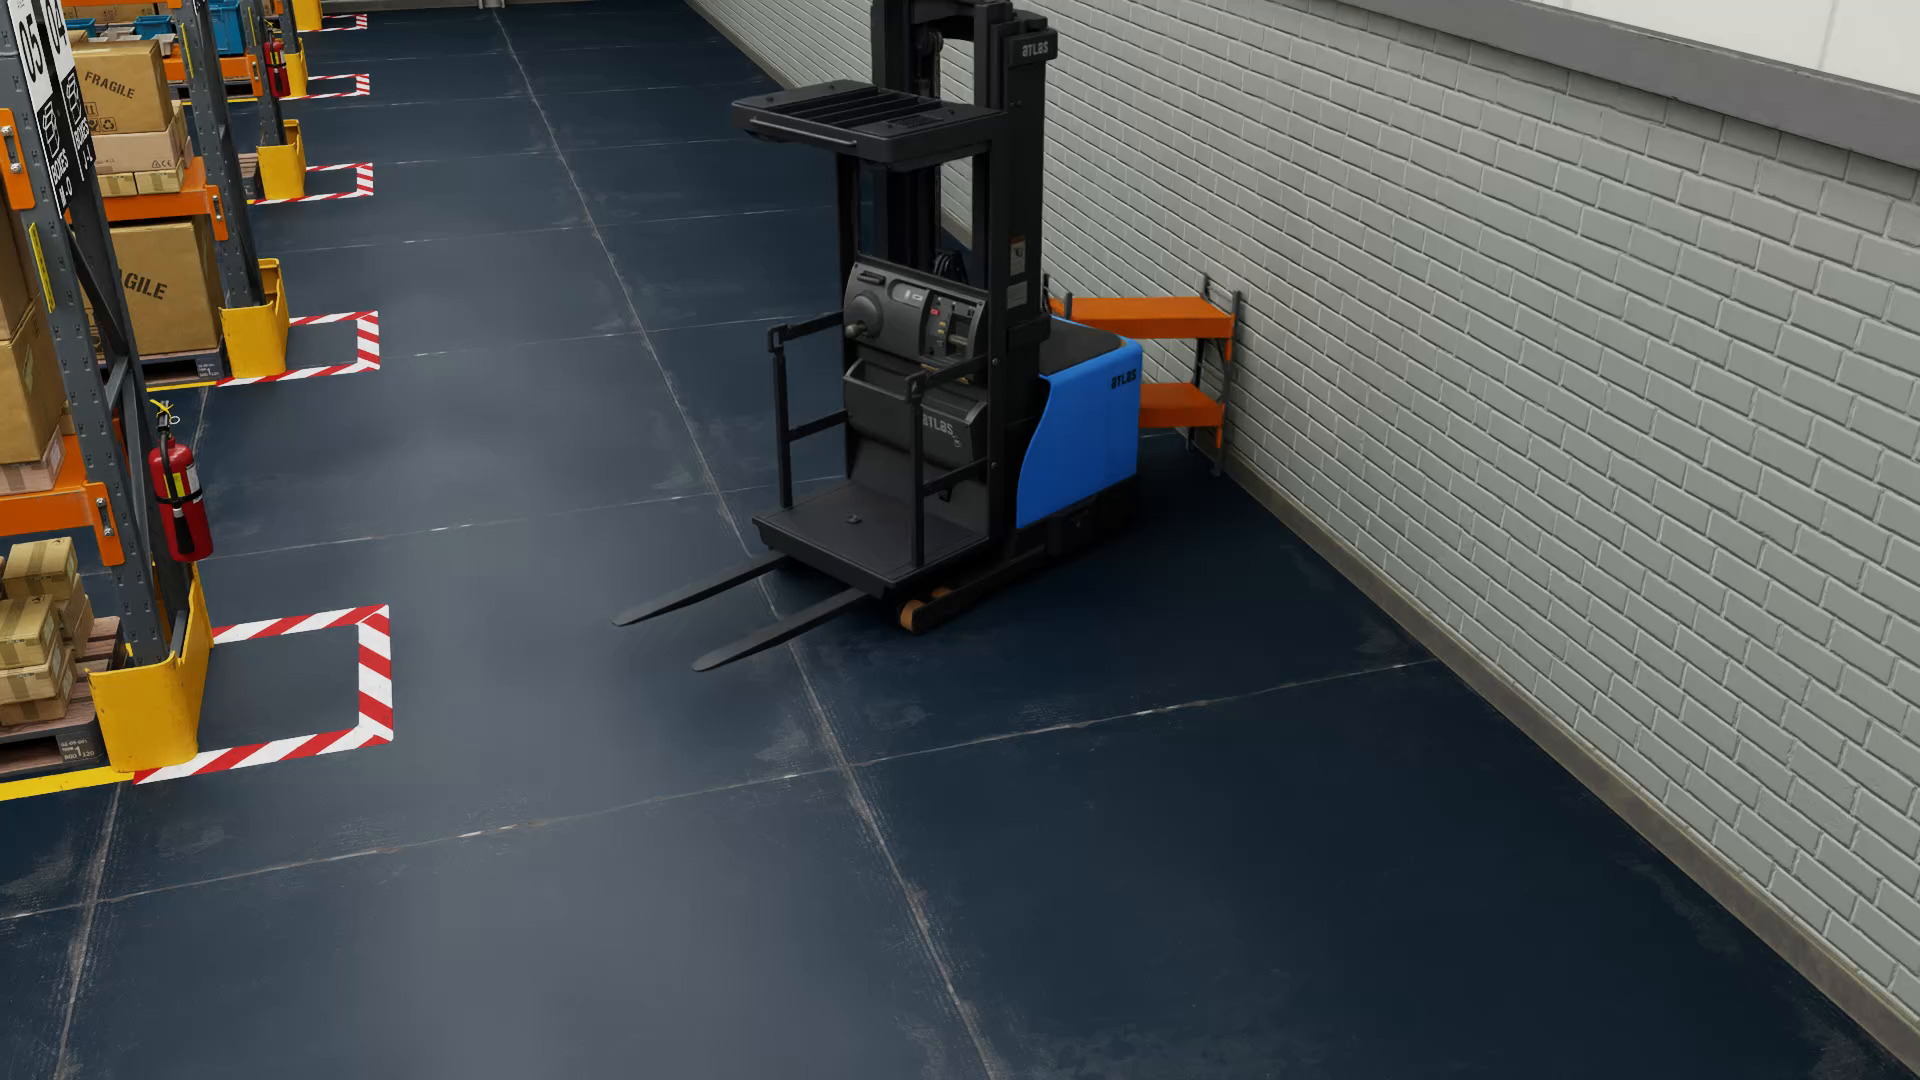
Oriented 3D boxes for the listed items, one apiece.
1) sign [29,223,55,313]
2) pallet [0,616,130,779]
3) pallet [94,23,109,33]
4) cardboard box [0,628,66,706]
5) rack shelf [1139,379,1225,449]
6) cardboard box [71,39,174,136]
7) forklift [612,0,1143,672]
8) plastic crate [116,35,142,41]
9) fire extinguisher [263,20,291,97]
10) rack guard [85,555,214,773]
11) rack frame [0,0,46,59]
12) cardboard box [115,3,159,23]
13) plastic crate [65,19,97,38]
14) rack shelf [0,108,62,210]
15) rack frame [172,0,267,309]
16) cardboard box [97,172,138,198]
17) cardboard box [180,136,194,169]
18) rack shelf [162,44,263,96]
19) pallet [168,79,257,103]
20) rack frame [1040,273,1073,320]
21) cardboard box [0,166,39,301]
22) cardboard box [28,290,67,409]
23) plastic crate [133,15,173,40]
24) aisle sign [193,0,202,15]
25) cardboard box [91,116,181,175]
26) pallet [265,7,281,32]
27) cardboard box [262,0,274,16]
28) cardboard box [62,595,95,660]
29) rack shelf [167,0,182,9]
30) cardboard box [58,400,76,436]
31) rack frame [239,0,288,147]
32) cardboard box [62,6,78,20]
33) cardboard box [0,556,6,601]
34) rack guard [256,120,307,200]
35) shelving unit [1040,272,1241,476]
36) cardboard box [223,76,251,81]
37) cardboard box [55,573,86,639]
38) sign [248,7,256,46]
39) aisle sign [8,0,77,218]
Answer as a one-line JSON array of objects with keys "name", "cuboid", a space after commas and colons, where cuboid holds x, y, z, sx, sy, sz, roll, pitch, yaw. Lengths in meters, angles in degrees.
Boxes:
[{"name": "sign", "cuboid": [-3.470, -1.028, 6.289, 0.005, 0.325, 0.100, -8, 28, -16]}, {"name": "pallet", "cuboid": [-4.479, 0.751, 7.499, 1.213, 0.211, 1.003, -8, 28, -16]}, {"name": "pallet", "cuboid": [-12.721, -7.271, 23.658, 1.213, 0.211, 1.003, -8, 28, -16]}, {"name": "cardboard box", "cuboid": [-4.037, 0.544, 7.180, 0.250, 0.149, 0.380, -9, 28, -17]}, {"name": "rack shelf", "cuboid": [1.010, -0.747, 9.953, 1.000, 0.278, 0.538, -3, 22, -14]}, {"name": "cardboard box", "cuboid": [-5.445, -2.940, 10.789, 0.500, 0.500, 0.500, -8, 27, -15]}, {"name": "forklift", "cuboid": [-0.380, -1.103, 8.175, 1.130, 2.935, 3.031, 23, 35, 38]}, {"name": "plastic crate", "cuboid": [-7.596, -4.496, 15.163, 0.243, 0.136, 0.396, -8, 28, -16]}, {"name": "fire extinguisher", "cuboid": [-6.313, -4.437, 15.321, 0.183, 0.674, 0.296, -8, 28, -16]}, {"name": "rack guard", "cuboid": [-3.695, 0.525, 7.630, 0.348, 0.500, 1.175, -8, 28, -16]}, {"name": "rack frame", "cuboid": [-3.623, -3.292, 5.761, 0.127, 3.000, 1.000, -8, 28, -16]}, {"name": "cardboard box", "cuboid": [-11.758, -7.714, 23.753, 0.500, 0.500, 0.700, -8, 27, -15]}, {"name": "plastic crate", "cuboid": [-8.186, -4.686, 15.436, 0.300, 0.233, 0.416, -8, 28, -16]}, {"name": "rack shelf", "cuboid": [-5.525, -1.351, 6.034, 4.000, 0.370, 1.077, -8, 28, -16]}, {"name": "rack frame", "cuboid": [-5.063, -2.716, 11.348, 0.127, 3.000, 1.000, -8, 28, -16]}, {"name": "cardboard box", "cuboid": [-5.546, -2.379, 10.951, 0.250, 0.149, 0.380, -8, 27, -16]}, {"name": "cardboard box", "cuboid": [-5.503, -2.694, 11.586, 0.250, 0.149, 0.380, -8, 27, -16]}, {"name": "rack shelf", "cuboid": [-8.499, -4.213, 15.171, 4.000, 0.370, 1.077, -8, 28, -16]}, {"name": "pallet", "cuboid": [-8.957, -5.535, 20.163, 1.213, 0.211, 1.003, -8, 28, -16]}, {"name": "rack frame", "cuboid": [0.530, -0.952, 9.739, 0.032, 1.125, 0.500, -3, 22, -14]}, {"name": "cardboard box", "cuboid": [-4.132, -1.281, 6.886, 0.500, 0.500, 0.500, -8, 28, -16]}, {"name": "cardboard box", "cuboid": [-4.136, -0.838, 7.118, 0.500, 0.500, 0.500, -7, 27, -14]}, {"name": "plastic crate", "cuboid": [-7.560, -4.777, 15.619, 0.300, 0.233, 0.416, -8, 28, -16]}, {"name": "aisle sign", "cuboid": [-4.902, -3.764, 10.534, 0.004, 0.787, 0.394, -8, 28, -16]}, {"name": "cardboard box", "cuboid": [-5.442, -2.603, 10.954, 0.500, 0.250, 0.500, -9, 28, -17]}, {"name": "pallet", "cuboid": [-10.401, -7.607, 24.335, 1.213, 0.211, 1.003, -8, 28, -16]}, {"name": "cardboard box", "cuboid": [-10.299, -7.929, 24.187, 0.500, 0.500, 0.700, -8, 28, -16]}, {"name": "cardboard box", "cuboid": [-4.220, 0.421, 7.763, 0.250, 0.149, 0.380, -8, 27, -15]}, {"name": "rack shelf", "cuboid": [-6.965, -3.462, 10.286, 4.000, 0.370, 1.077, -8, 28, -16]}, {"name": "cardboard box", "cuboid": [-4.033, -0.586, 7.341, 0.250, 0.149, 0.380, -8, 28, -17]}, {"name": "rack frame", "cuboid": [-6.597, -4.810, 15.566, 0.127, 3.000, 1.000, -8, 28, -16]}, {"name": "cardboard box", "cuboid": [-12.725, -7.576, 23.476, 0.500, 0.500, 0.700, -8, 27, -15]}, {"name": "cardboard box", "cuboid": [-4.451, 0.235, 7.469, 0.250, 0.149, 0.380, -8, 27, -15]}, {"name": "rack guard", "cuboid": [-6.578, -3.699, 16.139, 0.348, 0.500, 1.175, -8, 28, -16]}, {"name": "shelving unit", "cuboid": [1.022, -0.974, 9.863, 1.048, 1.125, 0.538, -3, 22, -14]}, {"name": "cardboard box", "cuboid": [-8.568, -5.803, 19.883, 0.500, 0.500, 0.500, -8, 28, -16]}, {"name": "cardboard box", "cuboid": [-4.201, 0.314, 7.643, 0.250, 0.149, 0.380, -7, 27, -14]}, {"name": "sign", "cuboid": [-6.411, -4.653, 15.066, 0.005, 0.325, 0.100, -8, 28, -16]}, {"name": "aisle sign", "cuboid": [-3.461, -1.653, 6.282, 0.004, 0.787, 0.394, -8, 28, -16]}]
